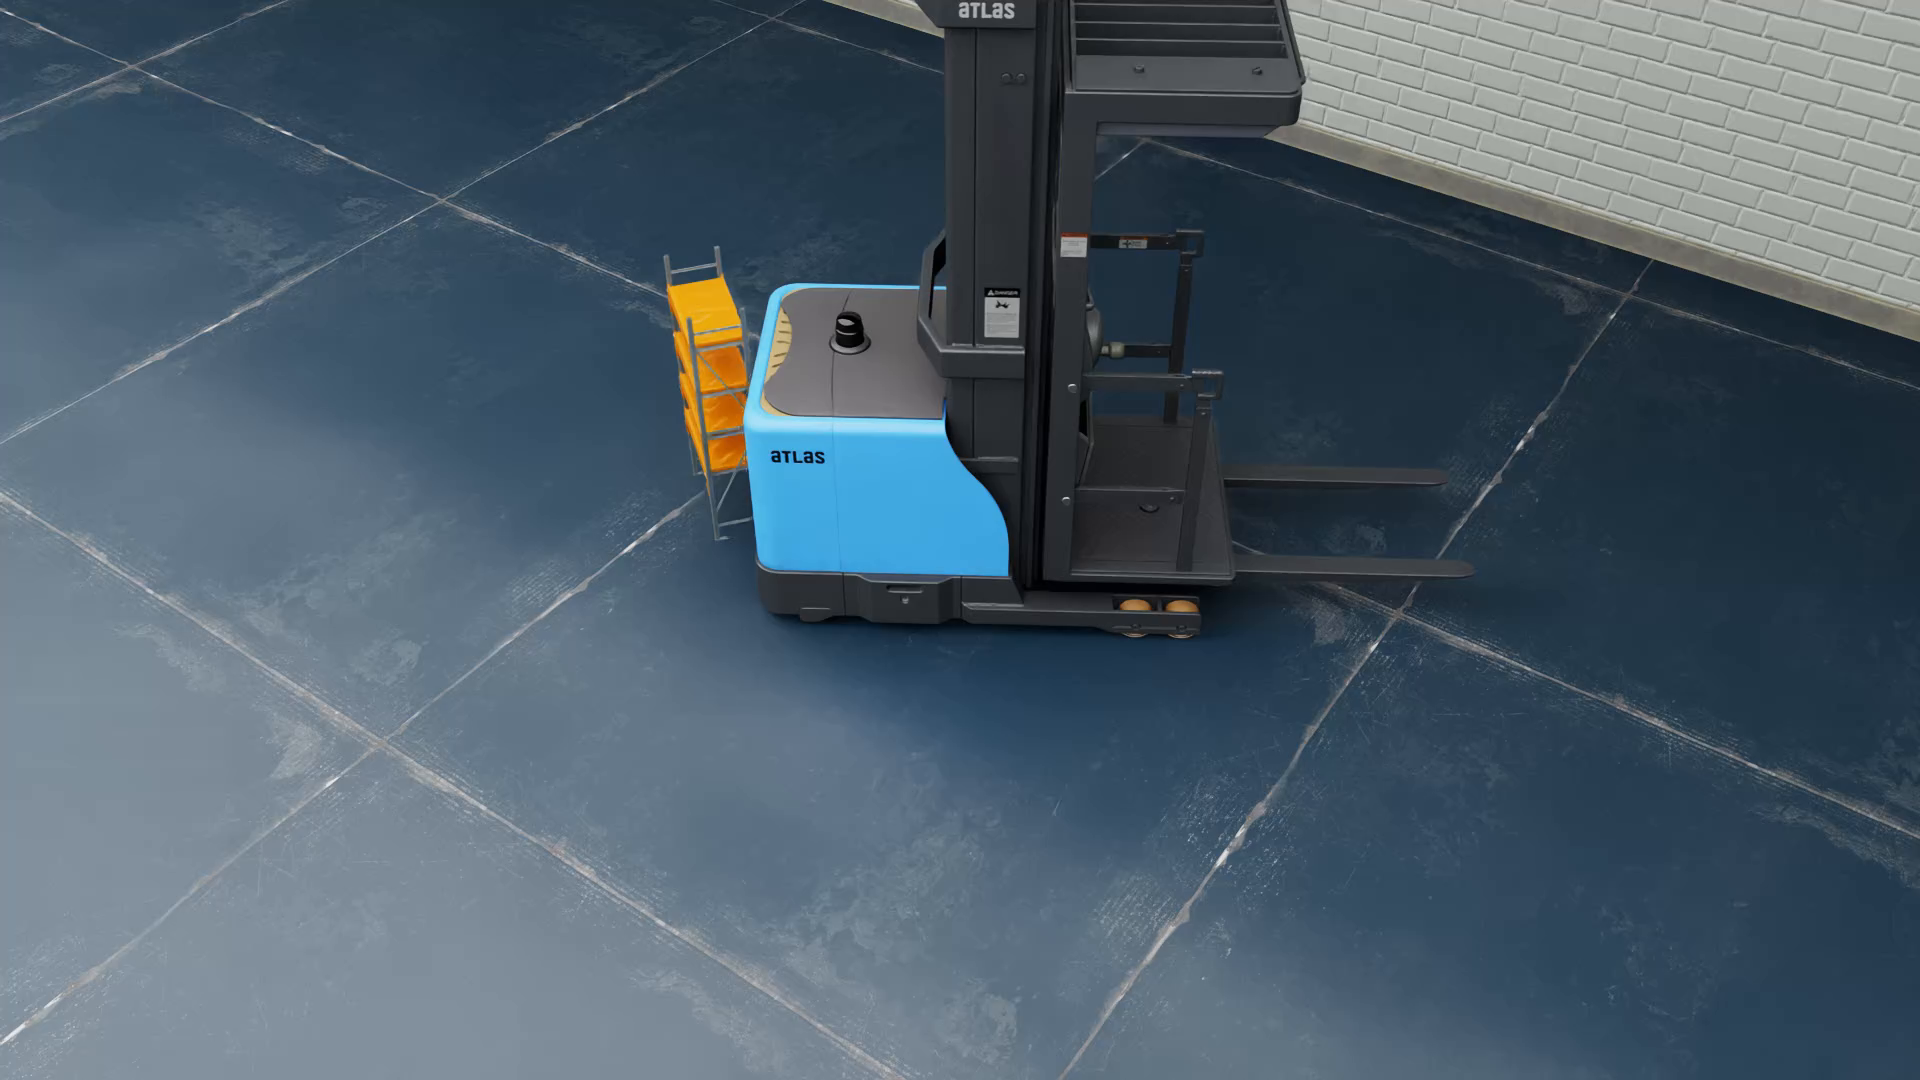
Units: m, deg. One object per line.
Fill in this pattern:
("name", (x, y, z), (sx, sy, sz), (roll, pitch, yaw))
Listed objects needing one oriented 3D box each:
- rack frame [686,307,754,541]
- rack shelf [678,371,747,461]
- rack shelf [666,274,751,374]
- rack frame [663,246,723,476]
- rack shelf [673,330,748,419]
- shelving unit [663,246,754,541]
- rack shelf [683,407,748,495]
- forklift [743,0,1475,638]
("rack frame", (-0.988, -0.470, 7.123), (0.240, 1.200, 0.015), (-12, 43, -13))
("rack shelf", (-1.064, -0.574, 7.341), (0.258, 0.148, 0.480), (-12, 43, -13))
("rack shelf", (-1.065, -0.918, 7.034), (0.258, 0.148, 0.480), (-12, 43, -13))
("rack frame", (-1.141, -0.779, 7.469), (0.240, 1.200, 0.015), (-12, 43, -13))
("rack shelf", (-1.065, -0.741, 7.192), (0.258, 0.148, 0.480), (-12, 43, -13))
("shelving unit", (-1.065, -0.625, 7.296), (0.258, 1.200, 0.503), (-12, 43, -13))
("rack shelf", (-1.064, -0.426, 7.473), (0.258, 0.148, 0.480), (-12, 43, -13))
("forklift", (0.671, -1.040, 6.463), (3.031, 2.935, 1.130), (1, 42, 2))
